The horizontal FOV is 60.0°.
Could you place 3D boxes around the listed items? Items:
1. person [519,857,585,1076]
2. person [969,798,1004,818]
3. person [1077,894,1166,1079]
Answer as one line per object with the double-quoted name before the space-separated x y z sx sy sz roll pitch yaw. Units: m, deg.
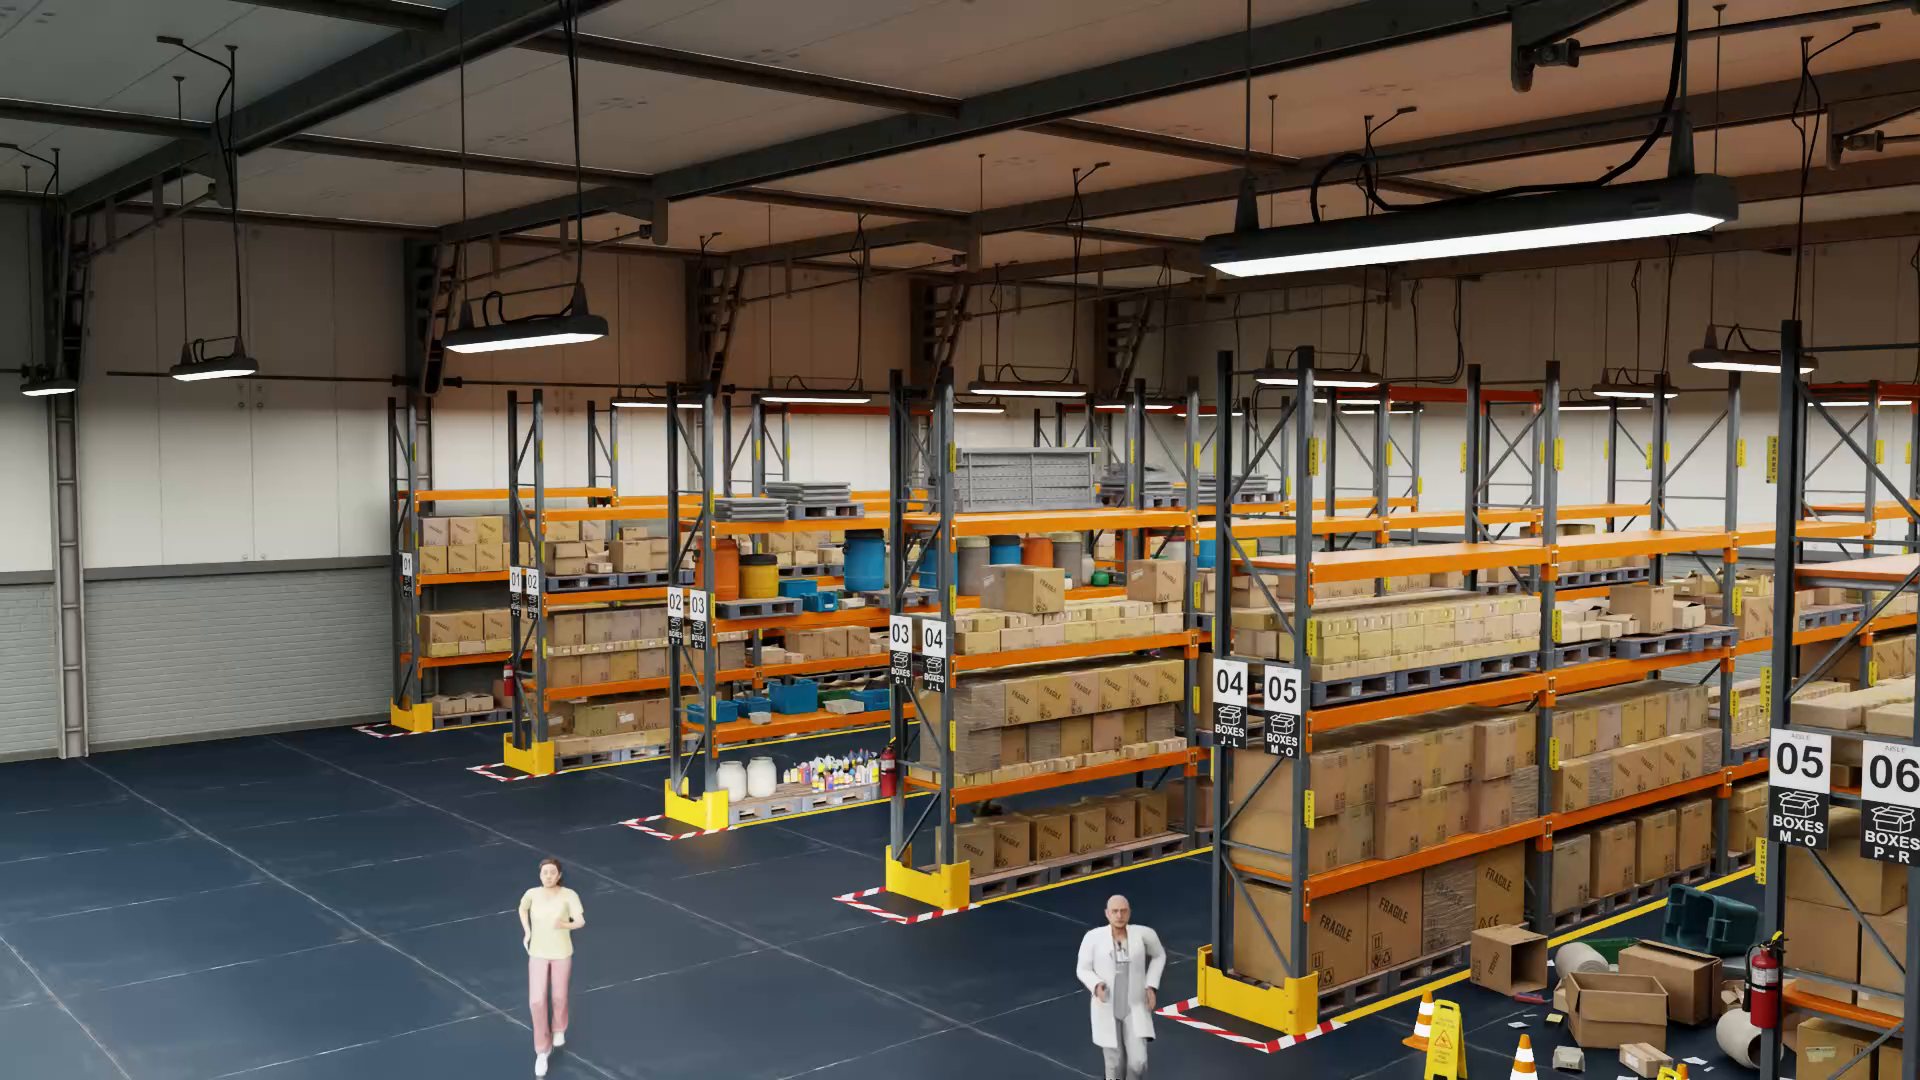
"person" -3.418 3.515 13.916 0.563 1.700 0.742 -1 3 -9
"person" 0.377 3.056 21.338 0.711 1.743 0.756 3 4 41
"person" 1.216 3.555 12.503 0.682 1.768 0.726 0 3 4
